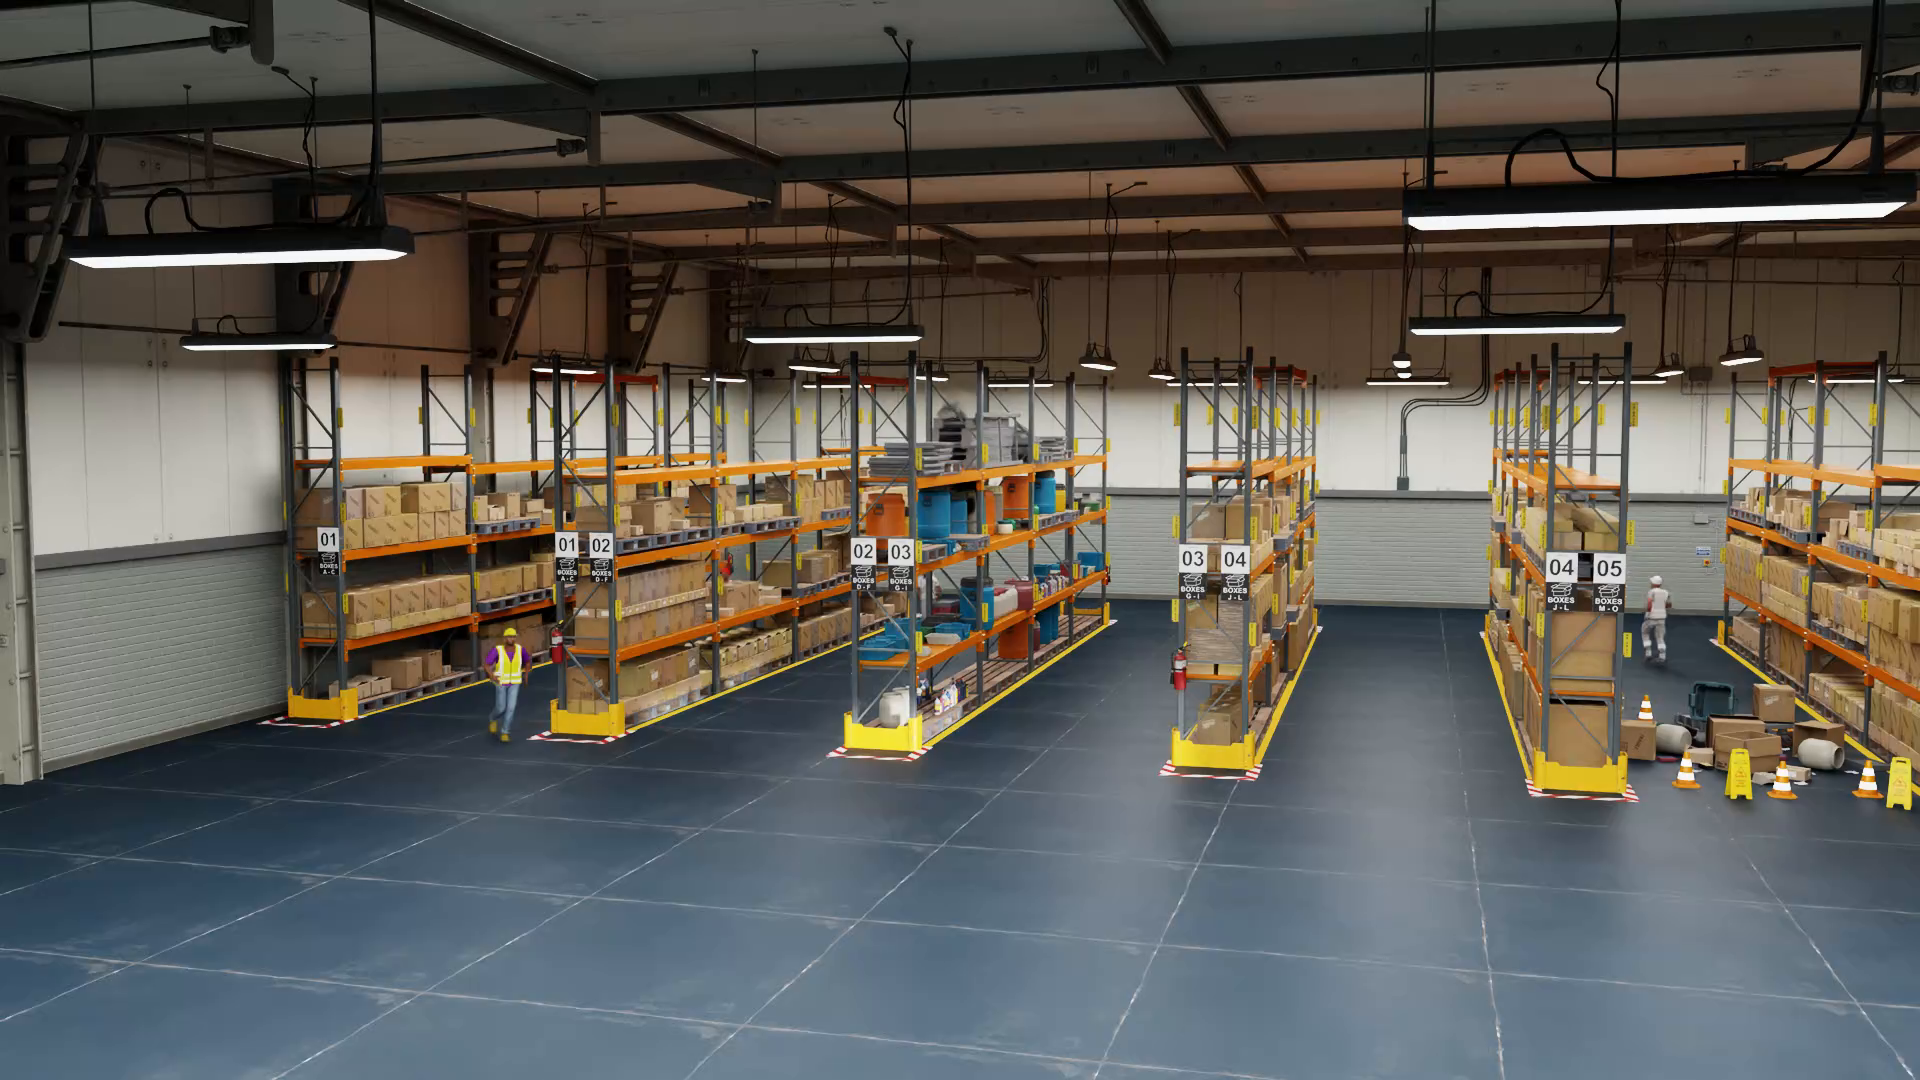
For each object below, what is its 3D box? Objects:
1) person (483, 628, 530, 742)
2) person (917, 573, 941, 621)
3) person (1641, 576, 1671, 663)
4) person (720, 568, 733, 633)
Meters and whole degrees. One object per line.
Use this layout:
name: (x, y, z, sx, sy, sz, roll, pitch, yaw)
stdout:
person: (-7.062, 2.235, 25.993, 0.743, 1.737, 0.766, -3, 5, -31)
person: (-0.725, 1.398, 38.296, 0.589, 1.671, 0.746, 1, 4, 13)
person: (14.158, 1.641, 33.835, 0.634, 1.829, 0.746, 0, 4, -4)
person: (-5.000, 1.489, 35.799, 0.667, 1.786, 0.956, 1, 4, 12)
